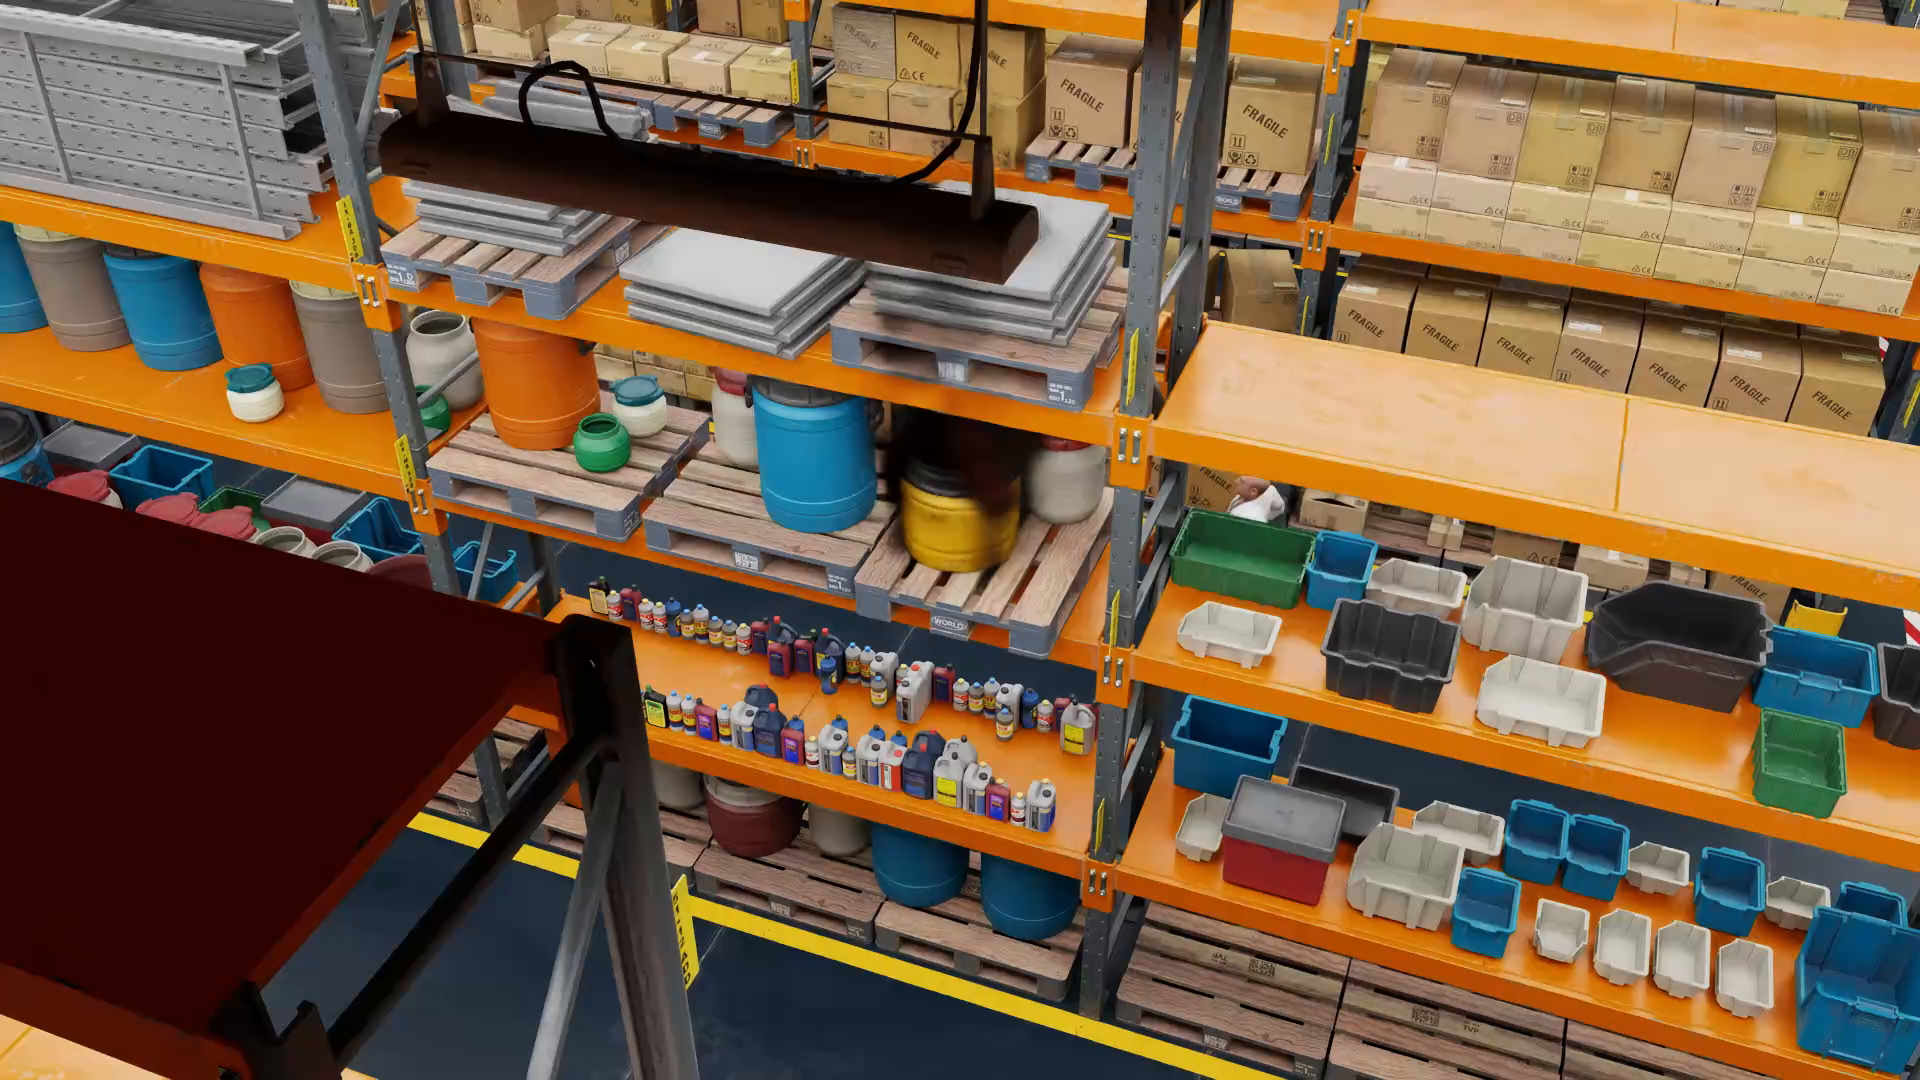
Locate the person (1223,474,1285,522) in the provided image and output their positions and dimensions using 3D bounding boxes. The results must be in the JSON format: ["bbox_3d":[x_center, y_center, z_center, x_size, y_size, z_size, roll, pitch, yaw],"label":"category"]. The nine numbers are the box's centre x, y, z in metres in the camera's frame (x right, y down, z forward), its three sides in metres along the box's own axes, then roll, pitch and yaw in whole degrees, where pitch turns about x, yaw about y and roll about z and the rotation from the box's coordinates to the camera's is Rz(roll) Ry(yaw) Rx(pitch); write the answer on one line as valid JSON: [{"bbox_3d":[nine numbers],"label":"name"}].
[{"bbox_3d":[1.975,0.206,11.631,0.940,1.754,0.737,8,37,11],"label":"person"}]
